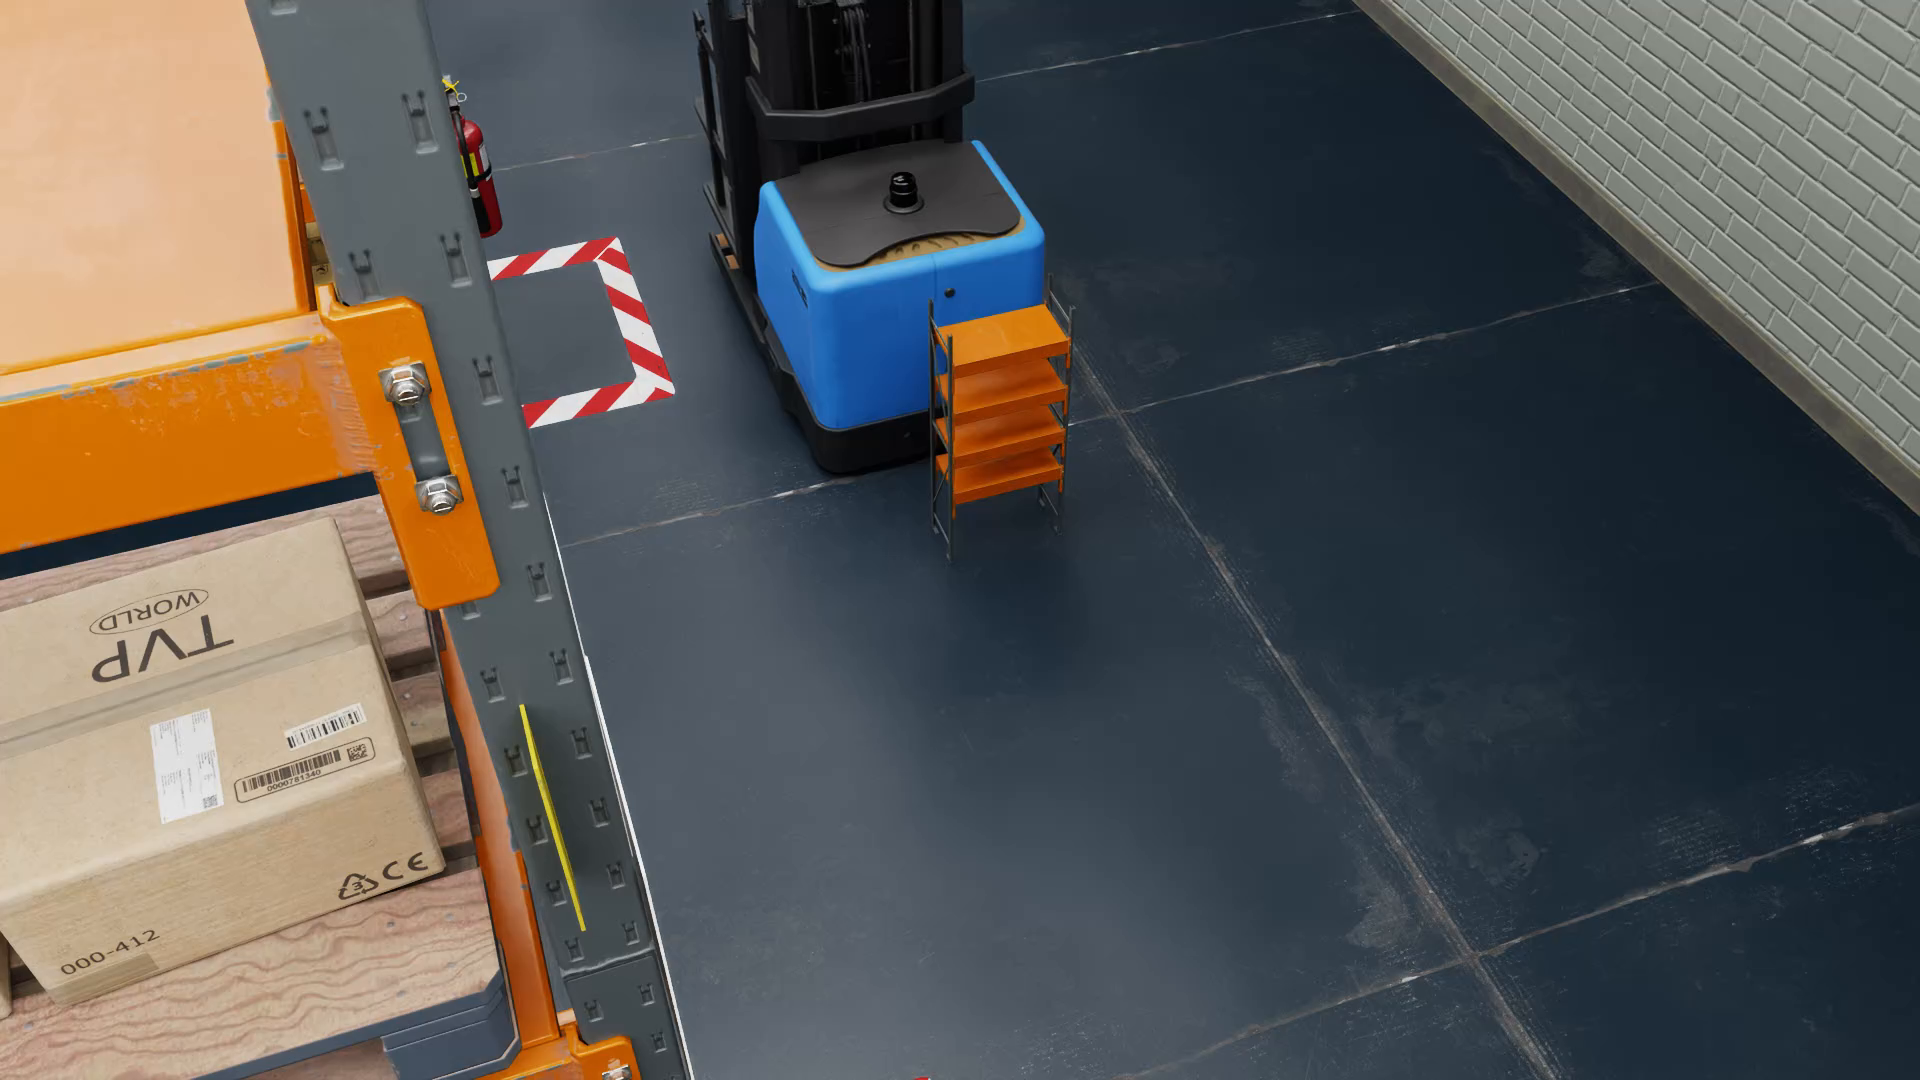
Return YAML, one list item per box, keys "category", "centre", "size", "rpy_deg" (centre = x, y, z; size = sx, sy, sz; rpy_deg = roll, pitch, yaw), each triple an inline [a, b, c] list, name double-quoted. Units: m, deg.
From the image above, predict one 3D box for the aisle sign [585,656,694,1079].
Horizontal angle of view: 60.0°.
- category: "aisle sign"
  centre: [-0.470, 0.576, 2.532]
  size: [0.004, 0.787, 0.394]
  rpy_deg: [-14, 47, -14]

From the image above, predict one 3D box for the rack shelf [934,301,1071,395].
- category: "rack shelf"
  centre: [0.156, -0.741, 6.396]
  size: [0.480, 0.148, 0.258]
  rpy_deg: [-14, 47, -14]

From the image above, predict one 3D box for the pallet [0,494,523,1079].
- category: "pallet"
  centre: [-1.337, 0.463, 2.425]
  size: [1.213, 0.211, 1.003]
  rpy_deg: [-14, 47, -14]

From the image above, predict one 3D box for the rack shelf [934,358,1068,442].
- category: "rack shelf"
  centre: [0.156, -0.574, 6.563]
  size: [0.480, 0.148, 0.258]
  rpy_deg: [-14, 47, -14]

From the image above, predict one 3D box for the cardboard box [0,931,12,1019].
- category: "cardboard box"
  centre: [-1.402, 0.473, 2.162]
  size: [0.250, 0.149, 0.380]
  rpy_deg: [-18, 48, -17]

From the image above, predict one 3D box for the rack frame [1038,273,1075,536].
- category: "rack frame"
  centre: [0.385, -0.522, 6.732]
  size: [0.015, 1.200, 0.240]
  rpy_deg: [-14, 47, -14]

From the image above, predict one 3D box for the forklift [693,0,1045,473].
- category: "forklift"
  centre: [-0.622, -2.390, 7.372]
  size: [1.130, 2.935, 3.031]
  rpy_deg: [-15, 47, -14]

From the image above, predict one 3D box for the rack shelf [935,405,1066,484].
- category: "rack shelf"
  centre: [0.156, -0.416, 6.722]
  size: [0.480, 0.148, 0.258]
  rpy_deg: [-14, 47, -14]

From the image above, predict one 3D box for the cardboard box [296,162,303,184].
- category: "cardboard box"
  centre: [-2.629, -1.613, 6.727]
  size: [0.250, 0.149, 0.380]
  rpy_deg: [-14, 47, -14]

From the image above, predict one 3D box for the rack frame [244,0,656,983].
- category: "rack frame"
  centre: [-0.643, -0.813, 1.516]
  size: [0.127, 3.000, 1.000]
  rpy_deg: [-14, 47, -14]

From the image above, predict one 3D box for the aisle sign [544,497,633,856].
- category: "aisle sign"
  centre: [-0.673, 0.177, 2.930]
  size: [0.004, 0.787, 0.394]
  rpy_deg: [-14, 47, -14]

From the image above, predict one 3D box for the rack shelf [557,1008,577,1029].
- category: "rack shelf"
  centre: [-2.524, 2.040, 3.417]
  size: [4.000, 0.370, 1.077]
  rpy_deg: [-14, 47, -14]

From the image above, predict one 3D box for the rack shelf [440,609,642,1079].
- category: "rack shelf"
  centre: [-2.524, 0.981, 2.354]
  size: [4.000, 0.370, 1.077]
  rpy_deg: [-14, 47, -14]

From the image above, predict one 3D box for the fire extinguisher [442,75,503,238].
- category: "fire extinguisher"
  centre: [-2.025, -1.563, 6.817]
  size: [0.183, 0.674, 0.296]
  rpy_deg: [-14, 47, -14]

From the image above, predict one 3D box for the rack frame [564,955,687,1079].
- category: "rack frame"
  centre: [-0.643, 1.305, 3.641]
  size: [0.127, 3.000, 1.000]
  rpy_deg: [-14, 47, -14]

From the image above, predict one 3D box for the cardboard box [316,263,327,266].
- category: "cardboard box"
  centre: [-2.998, -1.261, 7.704]
  size: [0.250, 0.149, 0.380]
  rpy_deg: [-13, 46, -12]

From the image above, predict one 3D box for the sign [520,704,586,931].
- category: "sign"
  centre: [-0.471, 0.326, 1.929]
  size: [0.005, 0.325, 0.100]
  rpy_deg: [-14, 47, -14]

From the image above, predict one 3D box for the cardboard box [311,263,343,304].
- category: "cardboard box"
  centre: [-2.830, -1.024, 7.259]
  size: [0.250, 0.149, 0.380]
  rpy_deg: [-14, 47, -13]

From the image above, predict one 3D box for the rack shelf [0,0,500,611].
- category: "rack shelf"
  centre: [-2.524, 0.063, 1.433]
  size: [4.000, 0.370, 1.077]
  rpy_deg: [-14, 47, -14]

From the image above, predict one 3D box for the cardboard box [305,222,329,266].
- category: "cardboard box"
  centre: [-3.026, -1.421, 7.654]
  size: [0.250, 0.149, 0.380]
  rpy_deg: [-16, 47, -16]

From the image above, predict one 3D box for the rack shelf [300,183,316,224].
- category: "rack shelf"
  centre: [-4.299, -1.234, 6.679]
  size: [4.000, 0.370, 1.077]
  rpy_deg: [-14, 47, -14]

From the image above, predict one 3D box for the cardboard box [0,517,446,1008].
- category: "cardboard box"
  centre: [-1.035, 0.283, 2.280]
  size: [0.500, 0.250, 0.500]
  rpy_deg: [-18, 48, -17]

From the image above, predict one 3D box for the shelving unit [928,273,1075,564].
- category: "shelving unit"
  centre: [0.156, -0.463, 6.674]
  size: [0.503, 1.200, 0.258]
  rpy_deg: [-14, 47, -14]

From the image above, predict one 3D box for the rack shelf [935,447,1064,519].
- category: "rack shelf"
  centre: [0.156, -0.276, 6.862]
  size: [0.480, 0.148, 0.258]
  rpy_deg: [-14, 47, -14]

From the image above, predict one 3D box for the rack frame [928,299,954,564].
- category: "rack frame"
  centre: [-0.074, -0.405, 6.616]
  size: [0.015, 1.200, 0.240]
  rpy_deg: [-14, 47, -14]
